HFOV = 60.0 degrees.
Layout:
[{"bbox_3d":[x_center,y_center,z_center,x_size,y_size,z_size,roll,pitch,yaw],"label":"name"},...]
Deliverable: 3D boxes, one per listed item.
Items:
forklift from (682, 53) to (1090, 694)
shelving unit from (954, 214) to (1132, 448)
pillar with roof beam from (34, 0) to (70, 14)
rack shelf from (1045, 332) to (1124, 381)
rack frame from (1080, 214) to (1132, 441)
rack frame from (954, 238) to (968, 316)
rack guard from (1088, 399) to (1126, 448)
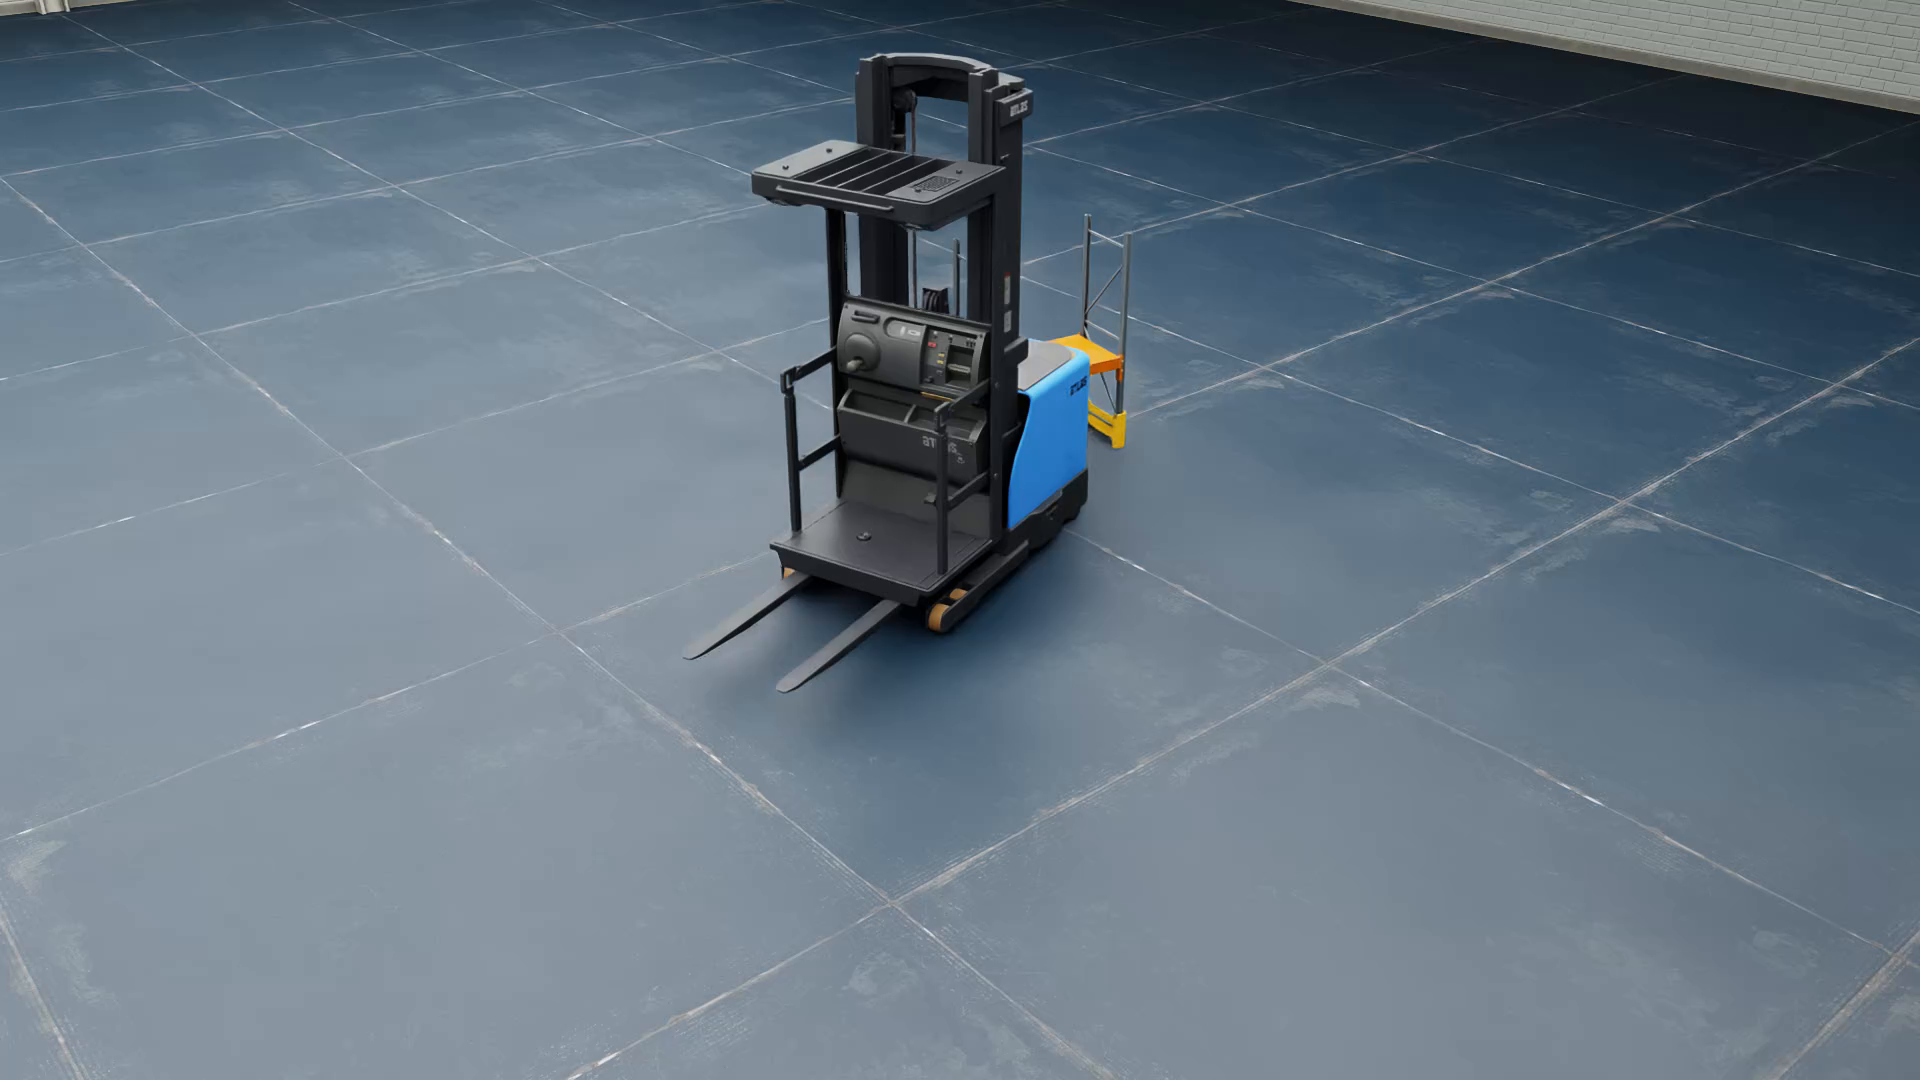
[{"bbox_3d":[-0.383,-1.021,9.051,1.130,2.935,3.031,16,32,27],"label":"forklift"},{"bbox_3d":[0.529,-1.300,11.091,1.083,1.500,0.587,-16,32,-27],"label":"shelving unit"},{"bbox_3d":[-11.003,-10.473,20.300,0.400,9.000,9.100,-22,35,-35],"label":"pillar with roof beam"},{"bbox_3d":[0.537,-1.143,11.179,1.000,0.185,0.538,-16,32,-27],"label":"rack shelf"},{"bbox_3d":[0.974,-1.424,11.323,0.032,1.500,0.500,-16,32,-27],"label":"rack frame"},{"bbox_3d":[0.099,-1.180,10.867,0.032,1.500,0.500,-16,32,-27],"label":"rack frame"},{"bbox_3d":[0.958,-0.868,11.608,0.087,0.250,0.587,-16,32,-27],"label":"rack guard"}]
